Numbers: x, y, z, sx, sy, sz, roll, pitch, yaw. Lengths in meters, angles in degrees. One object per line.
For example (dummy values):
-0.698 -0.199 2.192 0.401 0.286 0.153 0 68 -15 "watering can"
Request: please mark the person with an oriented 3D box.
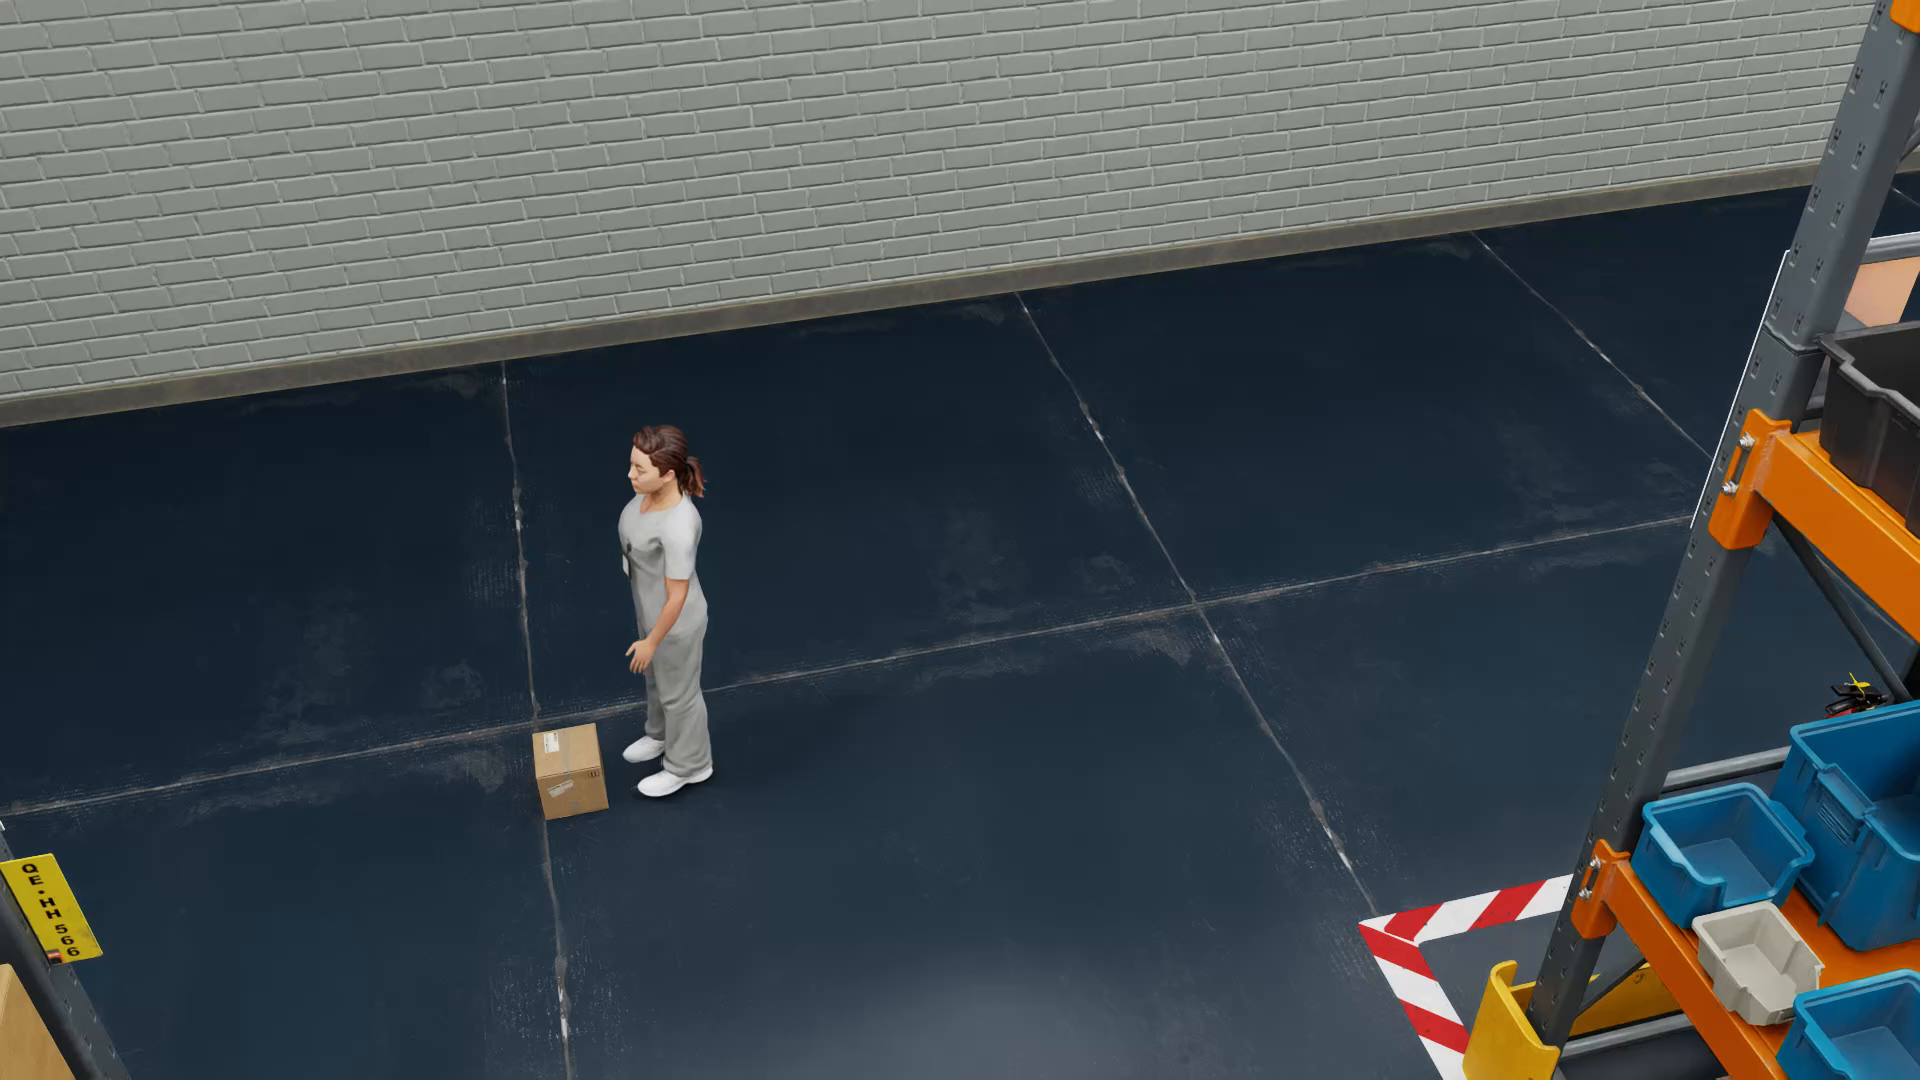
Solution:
-1.126 0.294 6.325 0.455 1.704 0.475 -13 40 -16 "person"
